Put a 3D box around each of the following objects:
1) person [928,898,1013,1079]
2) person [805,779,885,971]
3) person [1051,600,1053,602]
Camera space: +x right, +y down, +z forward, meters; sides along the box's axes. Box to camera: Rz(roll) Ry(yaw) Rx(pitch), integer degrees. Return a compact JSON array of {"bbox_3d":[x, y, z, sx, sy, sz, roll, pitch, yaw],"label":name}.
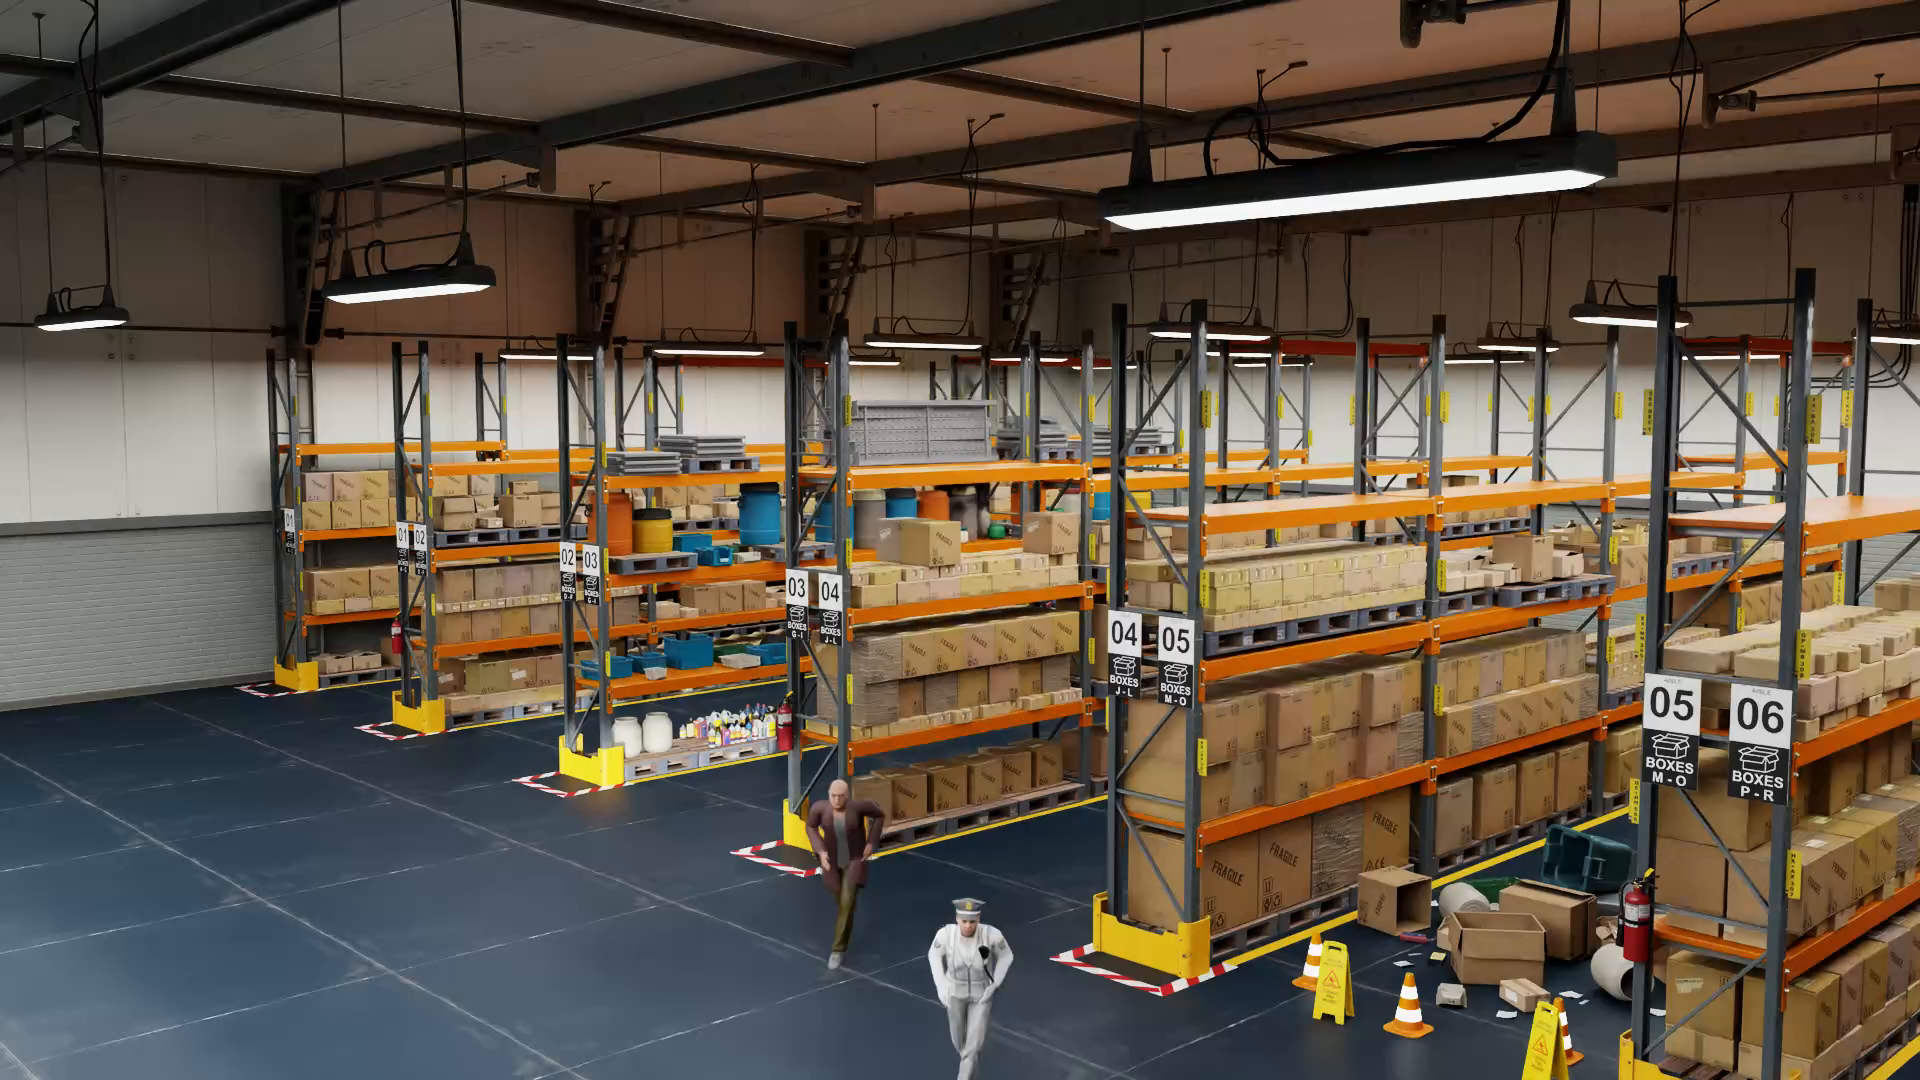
[{"bbox_3d":[0.076,3.334,12.206,0.618,1.633,0.829,0,5,-1],"label":"person"},{"bbox_3d":[-1.056,2.999,15.446,0.742,1.738,1.082,0,5,2],"label":"person"},{"bbox_3d":[2.063,1.439,33.370,0.646,1.709,0.882,4,6,39],"label":"person"}]
